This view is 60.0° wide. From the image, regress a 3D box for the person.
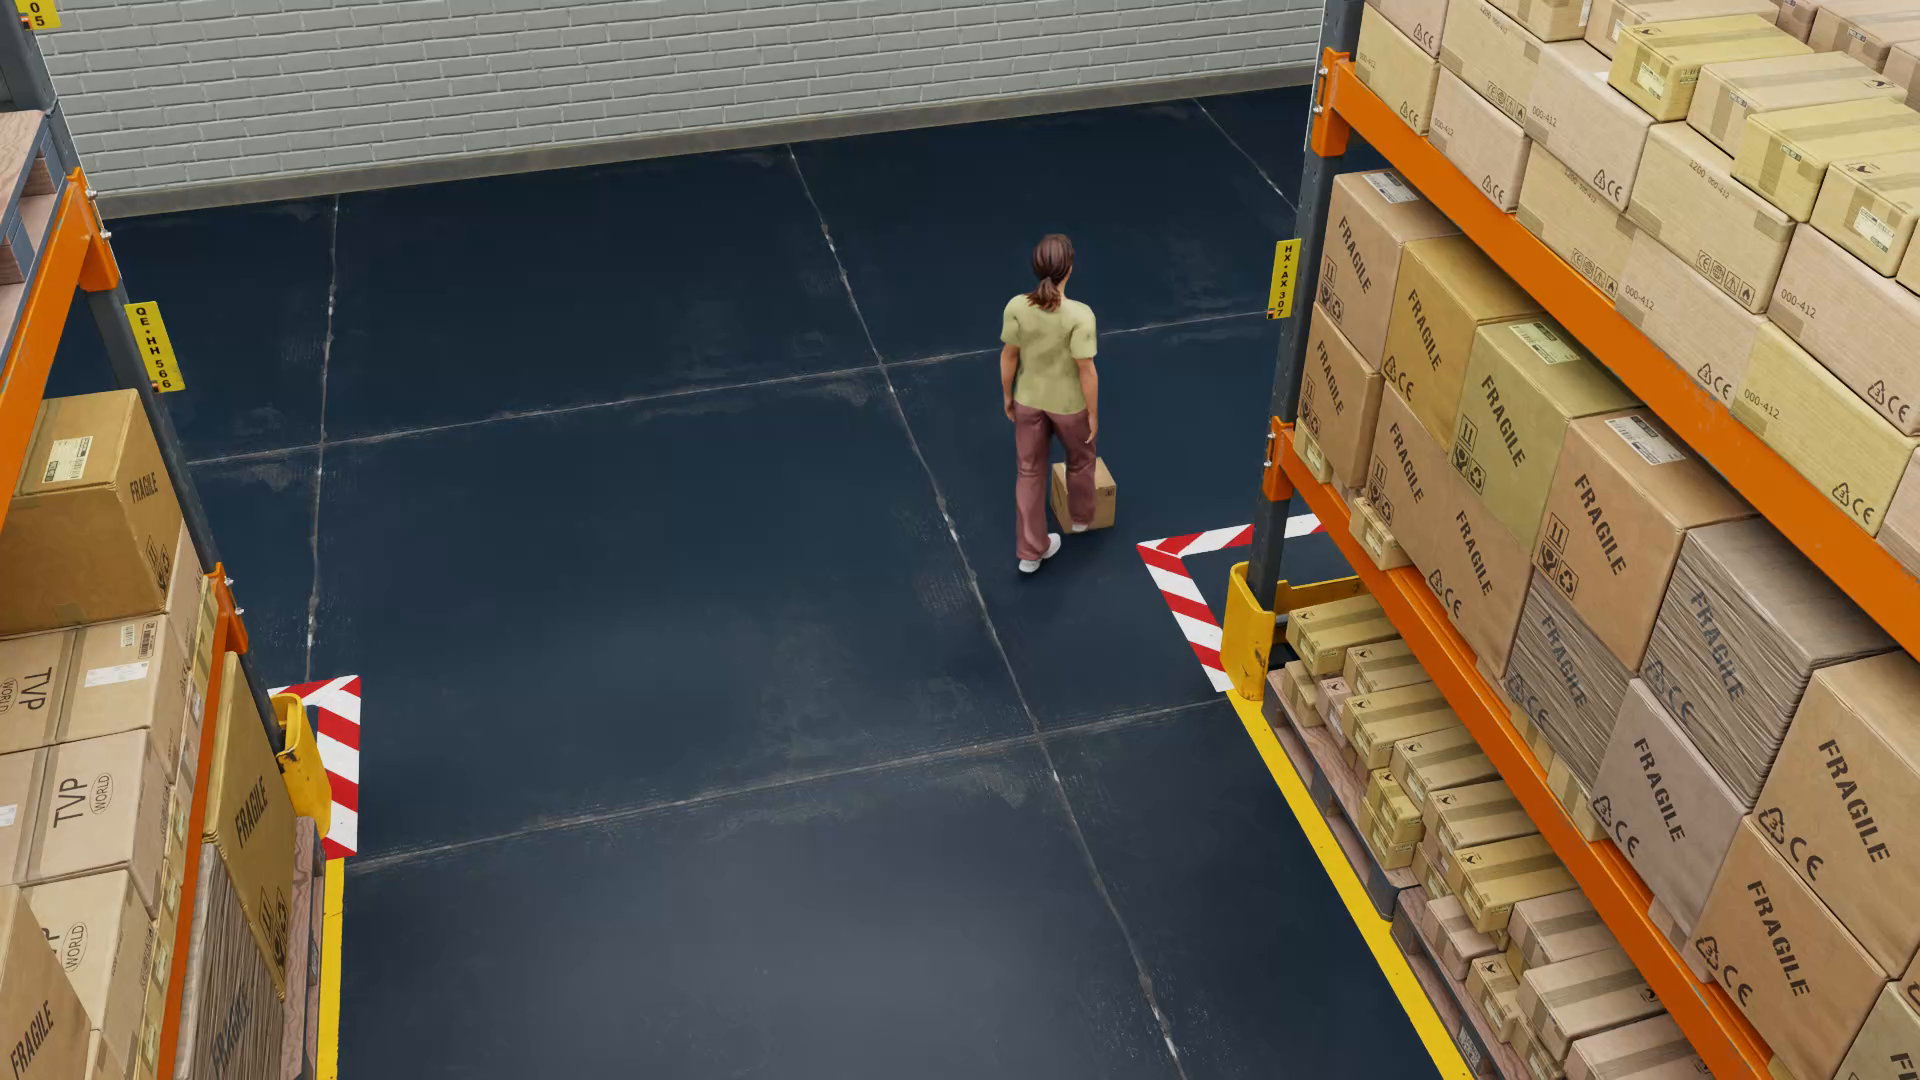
[{"bbox_3d":[0.449,-0.678,7.564,0.465,1.665,0.680,12,40,15],"label":"person"}]
